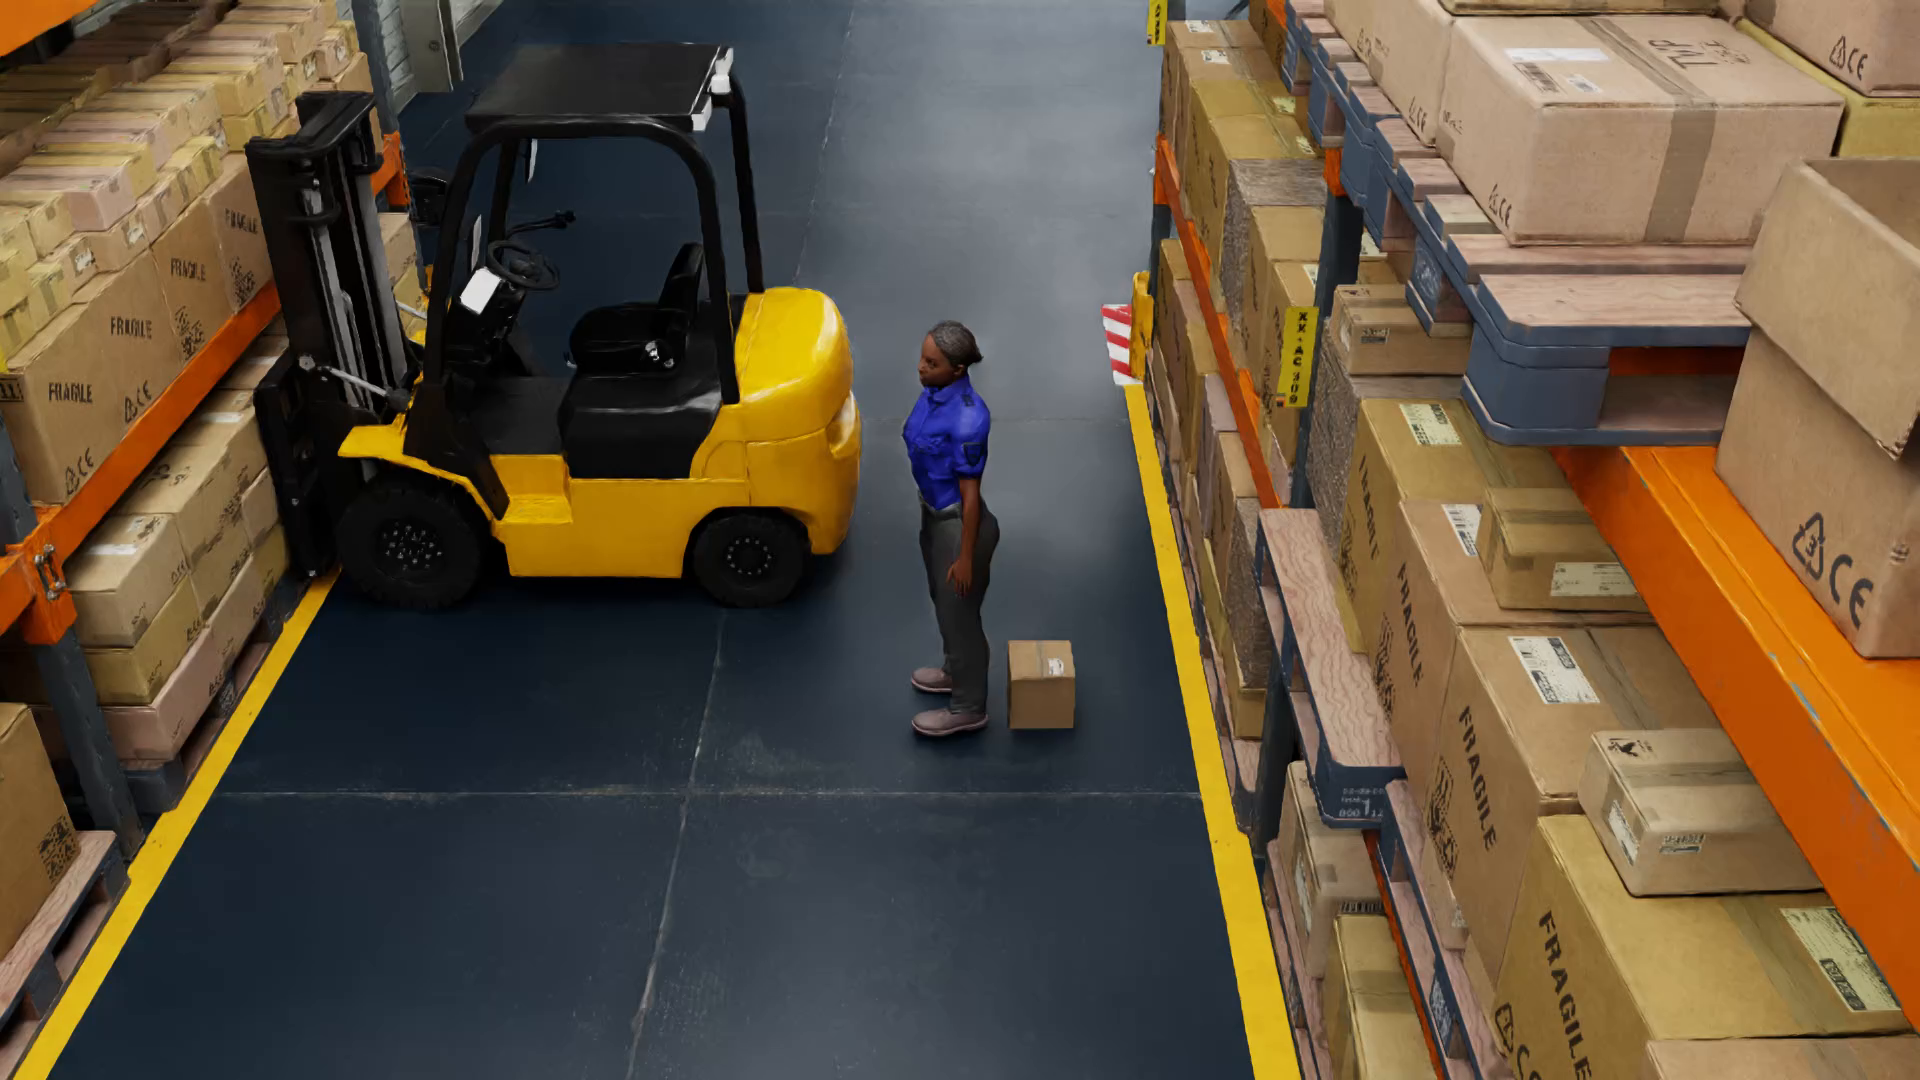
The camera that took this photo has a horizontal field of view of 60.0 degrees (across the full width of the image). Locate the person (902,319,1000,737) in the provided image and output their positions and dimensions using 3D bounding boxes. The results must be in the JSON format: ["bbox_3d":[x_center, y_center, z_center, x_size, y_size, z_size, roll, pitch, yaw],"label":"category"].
[{"bbox_3d":[-0.048,-0.038,6.162,0.345,1.668,0.558,-9,33,-14],"label":"person"}]
